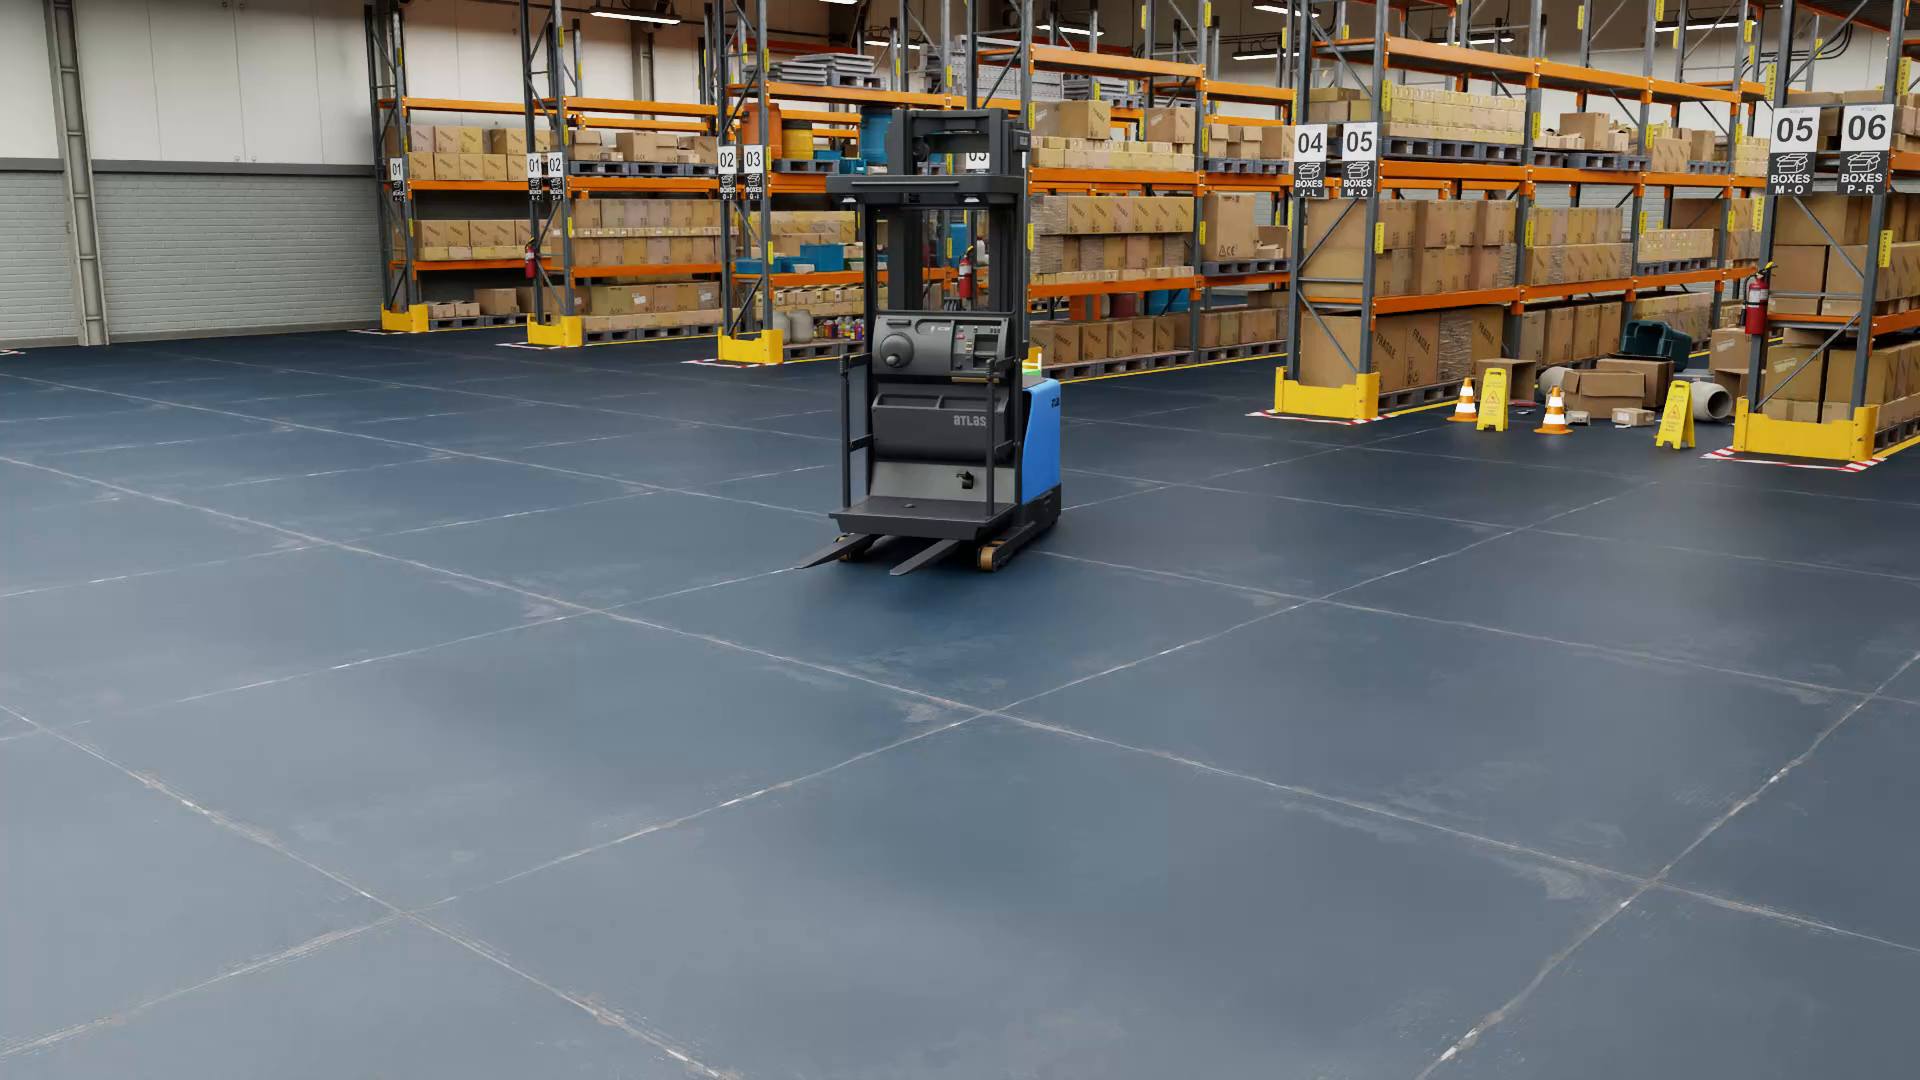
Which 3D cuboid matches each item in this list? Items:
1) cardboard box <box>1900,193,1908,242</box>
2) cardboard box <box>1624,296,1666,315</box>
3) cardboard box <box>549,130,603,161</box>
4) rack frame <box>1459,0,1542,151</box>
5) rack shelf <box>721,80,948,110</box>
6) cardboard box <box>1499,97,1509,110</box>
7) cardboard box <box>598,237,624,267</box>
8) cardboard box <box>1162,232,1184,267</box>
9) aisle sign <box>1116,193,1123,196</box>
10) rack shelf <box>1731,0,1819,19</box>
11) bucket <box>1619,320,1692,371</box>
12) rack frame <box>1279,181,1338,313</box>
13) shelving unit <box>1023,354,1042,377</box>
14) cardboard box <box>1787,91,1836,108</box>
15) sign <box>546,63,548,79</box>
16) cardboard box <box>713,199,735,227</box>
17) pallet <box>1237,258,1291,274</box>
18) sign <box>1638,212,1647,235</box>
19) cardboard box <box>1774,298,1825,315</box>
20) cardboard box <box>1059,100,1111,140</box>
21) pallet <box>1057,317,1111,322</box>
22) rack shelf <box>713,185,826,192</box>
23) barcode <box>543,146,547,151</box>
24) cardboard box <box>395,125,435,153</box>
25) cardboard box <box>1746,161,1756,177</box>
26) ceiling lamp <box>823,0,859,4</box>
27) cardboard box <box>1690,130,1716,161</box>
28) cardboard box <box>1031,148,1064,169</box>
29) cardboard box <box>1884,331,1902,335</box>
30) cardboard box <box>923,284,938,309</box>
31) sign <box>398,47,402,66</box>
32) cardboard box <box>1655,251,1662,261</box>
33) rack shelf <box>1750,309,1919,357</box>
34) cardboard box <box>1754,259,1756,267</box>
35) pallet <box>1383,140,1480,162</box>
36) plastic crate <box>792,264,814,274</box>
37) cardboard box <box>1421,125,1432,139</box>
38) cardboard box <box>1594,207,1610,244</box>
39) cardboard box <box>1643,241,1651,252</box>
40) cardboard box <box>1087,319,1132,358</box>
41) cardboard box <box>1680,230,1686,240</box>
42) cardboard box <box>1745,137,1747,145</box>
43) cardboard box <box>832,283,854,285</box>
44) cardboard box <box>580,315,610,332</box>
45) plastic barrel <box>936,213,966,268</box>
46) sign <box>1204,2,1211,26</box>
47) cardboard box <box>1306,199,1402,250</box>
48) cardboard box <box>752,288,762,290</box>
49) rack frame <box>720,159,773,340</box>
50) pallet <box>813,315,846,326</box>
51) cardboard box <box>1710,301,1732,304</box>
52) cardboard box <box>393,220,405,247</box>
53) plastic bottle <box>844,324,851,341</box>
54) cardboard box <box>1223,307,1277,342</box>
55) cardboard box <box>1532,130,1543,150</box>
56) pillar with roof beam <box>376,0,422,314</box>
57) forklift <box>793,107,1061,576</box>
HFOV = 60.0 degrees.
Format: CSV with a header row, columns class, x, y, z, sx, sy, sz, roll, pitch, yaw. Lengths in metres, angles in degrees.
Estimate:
class,x,y,z,sx,sy,sz,roll,pitch,yaw
cardboard box,9.424,-3.371,17.365,0.700,0.500,0.500,9,15,39
cardboard box,10.410,-3.572,25.331,0.500,0.250,0.500,10,15,40
cardboard box,-6.558,-6.720,28.345,0.637,0.503,0.797,-11,16,-44
rack frame,6.798,-6.433,20.942,1.000,3.000,0.127,10,15,40
rack shelf,-1.902,-6.886,26.070,1.077,0.370,4.000,10,15,40
cardboard box,6.463,-5.315,20.285,0.380,0.149,0.250,10,15,40
cardboard box,-6.279,-5.034,28.999,0.700,0.500,0.500,10,15,42
cardboard box,2.795,-4.284,24.484,0.875,0.500,0.500,10,15,40
aisle sign,3.897,-8.439,39.667,0.394,0.787,0.004,10,15,40
rack shelf,13.399,-9.181,28.053,1.077,0.370,4.000,10,15,40
bucket,8.440,-2.313,20.109,0.620,0.611,0.726,5,7,-30
rack frame,5.779,-4.735,27.761,1.000,3.000,0.127,10,15,40
shelving unit,0.389,-0.806,12.685,0.258,1.200,0.503,7,13,31
cardboard box,7.944,-4.104,15.546,0.380,0.149,0.250,10,15,41
sign,-8.444,-9.617,34.094,0.100,0.325,0.005,10,15,40
cardboard box,-4.588,-6.047,30.762,0.700,0.500,0.500,10,15,41
pallet,4.503,-4.345,26.295,1.003,0.211,1.213,10,15,40
sign,9.858,-4.576,24.006,0.100,0.325,0.005,10,15,40
cardboard box,8.029,-2.237,15.892,0.380,0.149,0.250,10,15,42
cardboard box,1.681,-5.653,22.405,0.500,0.500,0.500,10,15,40
pallet,2.548,-4.130,31.848,1.003,0.211,1.213,10,15,40
rack shelf,-2.980,-6.841,32.480,1.077,0.370,4.000,10,15,40
barcode,-7.103,-6.702,28.467,0.001,0.075,0.075,10,15,40
cardboard box,-10.227,-7.525,31.211,0.500,0.500,0.500,8,14,36
cardboard box,12.907,-6.174,27.689,0.500,0.250,0.500,9,15,39
ceiling lamp,-2.361,-10.863,28.220,0.800,3.185,2.000,10,15,40
cardboard box,11.746,-6.352,26.870,0.700,0.500,0.500,10,15,40
cardboard box,1.011,-4.993,21.777,0.500,0.250,0.500,10,15,42
cardboard box,9.991,-2.039,18.295,0.500,0.500,0.500,11,16,43
cardboard box,-0.803,-5.114,34.918,0.500,0.500,0.500,9,14,38
sign,-10.256,-8.848,30.449,0.100,0.325,0.005,10,15,40
cardboard box,10.417,-4.321,25.255,0.380,0.149,0.250,11,16,43
rack shelf,9.263,-2.219,16.997,1.077,0.370,4.000,10,15,40
cardboard box,13.487,-4.789,28.673,0.380,0.149,0.250,11,15,42
pallet,5.445,-4.620,19.754,1.003,0.211,1.213,10,15,40
plastic crate,-2.390,-4.159,25.551,0.298,0.136,0.250,10,15,40
cardboard box,5.125,-4.626,18.867,0.380,0.149,0.250,10,15,41
cardboard box,8.802,-4.479,23.671,0.700,0.500,0.500,9,15,40
cardboard box,10.086,-4.393,24.858,0.380,0.149,0.250,11,16,43
cardboard box,2.122,-2.887,23.815,0.500,0.500,0.500,8,14,35
cardboard box,11.100,-4.766,25.966,0.380,0.149,0.250,9,14,38
cardboard box,12.781,-6.597,27.513,0.380,0.149,0.250,10,15,40
cardboard box,-3.074,-6.284,39.933,0.750,0.750,0.750,10,15,41
cardboard box,-6.419,-3.747,28.763,0.500,0.250,0.500,10,15,40
plastic barrel,-0.099,-5.051,28.060,0.600,0.901,0.708,10,15,40
sign,3.534,-7.513,23.763,0.100,0.325,0.005,10,15,40
cardboard box,4.432,-3.555,18.711,0.875,0.550,0.550,10,15,40
cardboard box,-3.909,-4.735,32.275,0.500,0.311,0.500,10,15,42
rack frame,-3.222,-4.199,25.074,1.000,3.000,0.127,10,15,40
pallet,-3.038,-4.355,32.974,1.003,0.211,1.213,10,15,40
cardboard box,13.472,-4.159,29.565,0.380,0.149,0.250,11,15,43
cardboard box,-10.512,-5.880,31.912,0.500,0.500,0.500,10,15,40
plastic bottle,-1.791,-3.303,26.432,0.097,0.271,0.097,0,11,0
cardboard box,4.627,-3.457,26.618,0.500,0.500,0.700,-11,15,-43
cardboard box,7.448,-5.353,22.252,0.500,0.250,0.500,10,15,40
pillar with roof beam,-7.618,-8.080,29.189,9.100,9.000,0.548,10,15,40
forklift,-0.195,-1.320,10.839,1.130,2.935,3.031,4,12,18
